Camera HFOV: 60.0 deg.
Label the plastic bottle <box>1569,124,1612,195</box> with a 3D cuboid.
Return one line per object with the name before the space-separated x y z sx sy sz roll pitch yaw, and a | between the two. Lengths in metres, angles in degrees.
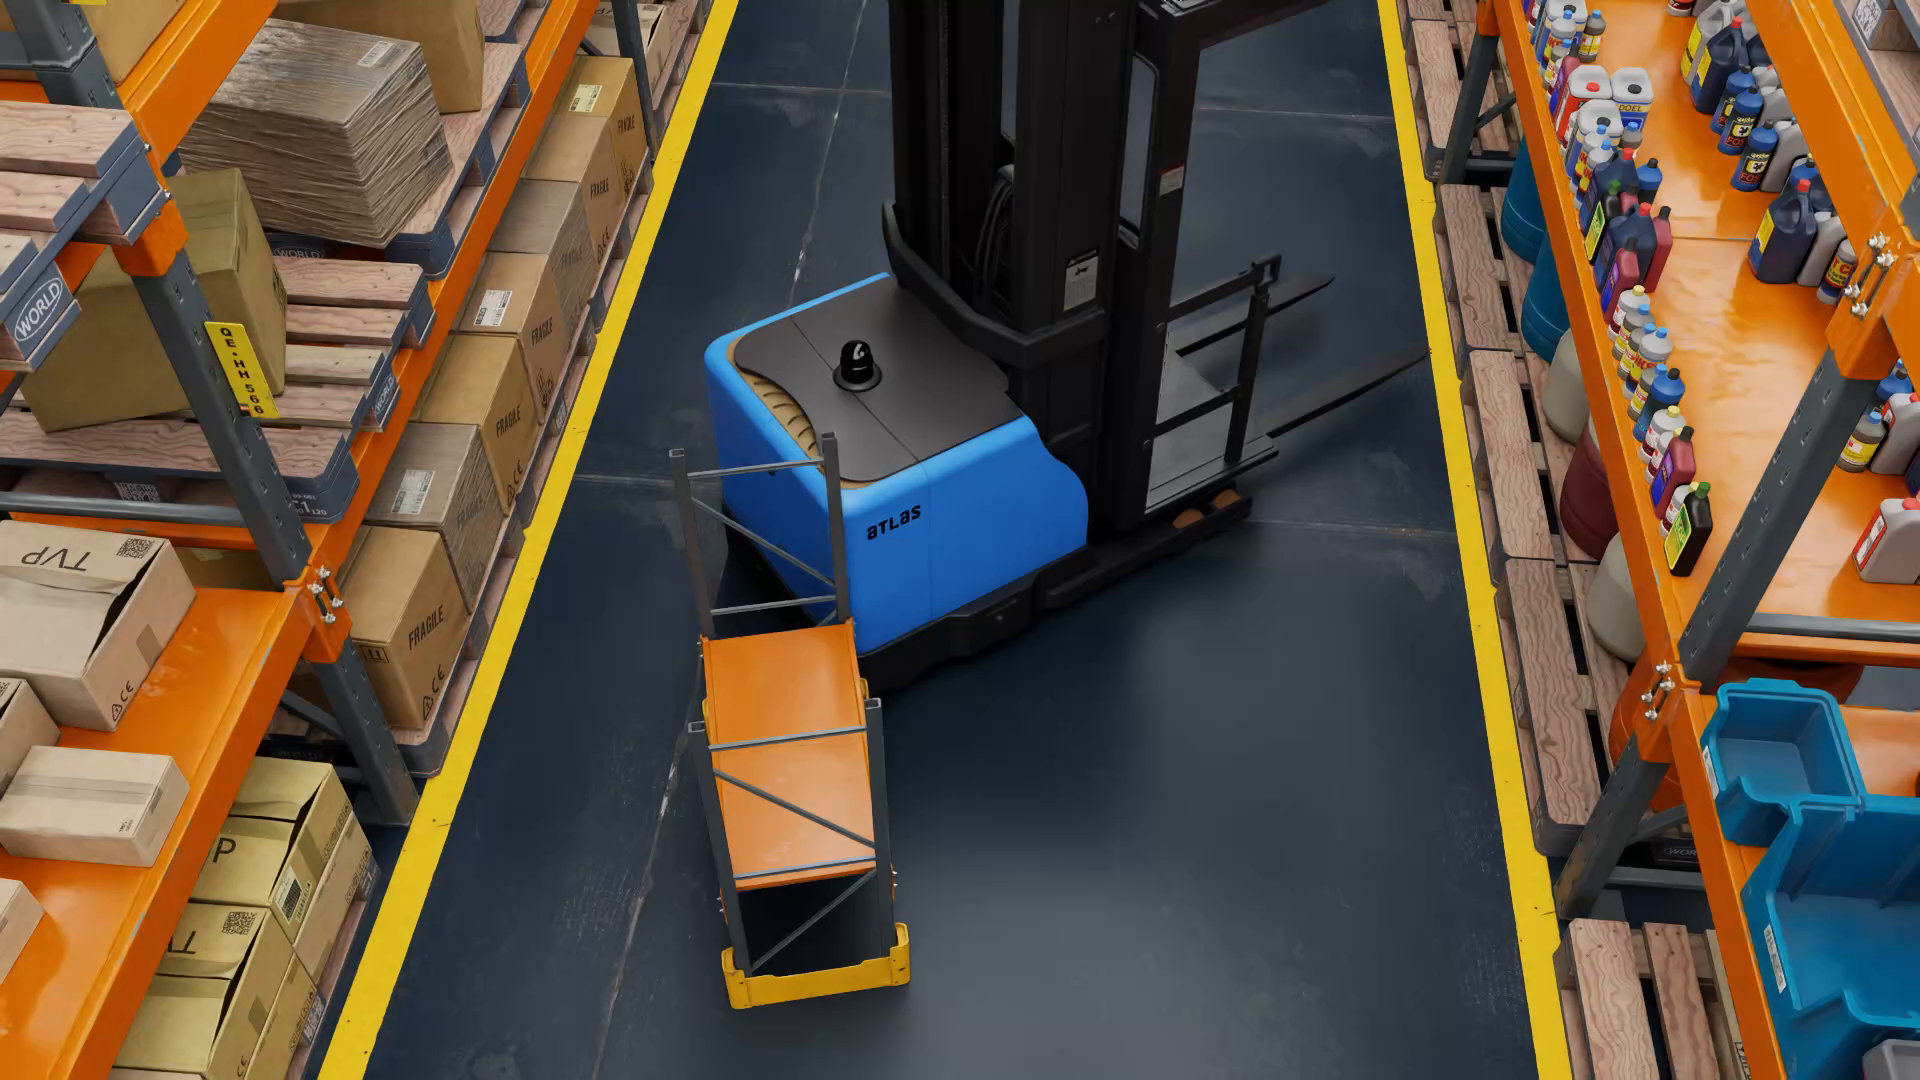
plastic bottle | 2.311 -1.394 6.080 0.097 0.271 0.097 0 48 0

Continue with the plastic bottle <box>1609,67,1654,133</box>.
plastic bottle | 2.522 -1.640 6.301 0.152 0.276 0.135 4 48 4

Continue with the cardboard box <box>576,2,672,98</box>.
cardboard box | -1.803 -2.557 8.580 0.500 0.311 0.500 4 48 4

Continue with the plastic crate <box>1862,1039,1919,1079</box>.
plastic crate | 2.060 1.398 3.395 0.402 0.464 0.583 4 48 4

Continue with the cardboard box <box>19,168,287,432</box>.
cardboard box | -2.476 -0.729 5.032 0.700 0.500 0.500 -11 48 -10

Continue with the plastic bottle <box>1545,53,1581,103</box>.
plastic bottle | 2.366 -1.810 6.507 0.097 0.201 0.097 0 48 0

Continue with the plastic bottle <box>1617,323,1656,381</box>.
plastic bottle | 2.218 -0.617 5.416 0.097 0.201 0.097 0 48 0

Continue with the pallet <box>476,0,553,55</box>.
pallet | -2.238 -2.378 7.022 1.003 0.211 1.213 4 48 4

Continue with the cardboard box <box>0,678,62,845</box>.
cardboard box | -2.695 0.591 4.237 0.500 0.311 0.500 3 48 3

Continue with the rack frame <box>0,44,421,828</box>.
rack frame | -2.421 -0.083 4.793 1.000 3.000 0.127 4 48 4

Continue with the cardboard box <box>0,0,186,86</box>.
cardboard box | -2.415 -1.452 3.945 0.910 0.500 0.500 4 48 4

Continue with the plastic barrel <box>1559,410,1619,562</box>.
plastic barrel | 2.642 -0.266 6.310 0.600 0.588 0.708 4 48 4

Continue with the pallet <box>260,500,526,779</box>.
pallet | -2.315 0.312 6.322 1.003 0.211 1.213 4 48 4

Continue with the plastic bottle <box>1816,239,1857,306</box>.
plastic bottle | 3.016 -0.932 5.657 0.097 0.271 0.097 0 48 0

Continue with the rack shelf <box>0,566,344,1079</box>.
rack shelf | -2.603 1.629 3.715 1.077 0.370 4.000 4 48 4

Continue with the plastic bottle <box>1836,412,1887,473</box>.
plastic bottle | 2.789 -0.311 5.136 0.097 0.201 0.097 0 48 0

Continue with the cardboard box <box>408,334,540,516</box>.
cardboard box | -2.002 -0.457 6.531 0.500 0.500 0.500 3 48 3

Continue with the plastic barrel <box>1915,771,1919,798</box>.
plastic barrel | 2.771 0.568 4.105 0.600 0.536 0.708 4 48 4

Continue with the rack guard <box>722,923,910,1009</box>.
rack guard | -0.456 1.366 5.331 0.587 0.250 0.087 -7 48 -6

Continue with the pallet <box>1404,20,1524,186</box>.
pallet | 2.905 -2.288 8.700 1.003 0.211 1.213 4 48 4

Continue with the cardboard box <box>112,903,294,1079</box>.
cardboard box | -2.264 1.298 4.729 0.500 0.311 0.500 3 48 3

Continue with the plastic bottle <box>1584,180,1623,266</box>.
plastic bottle | 2.257 -1.108 5.809 0.061 0.283 0.133 4 48 4

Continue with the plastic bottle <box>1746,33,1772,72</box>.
plastic bottle | 3.101 -1.837 6.430 0.144 0.351 0.185 4 48 4

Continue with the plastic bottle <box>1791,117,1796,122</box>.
plastic bottle | 3.087 -1.483 6.208 0.097 0.201 0.097 0 48 0

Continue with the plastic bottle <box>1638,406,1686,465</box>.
plastic bottle | 2.182 -0.331 5.154 0.097 0.201 0.097 0 48 0

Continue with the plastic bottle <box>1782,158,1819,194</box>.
plastic bottle | 2.993 -1.242 5.941 0.097 0.271 0.097 0 48 0

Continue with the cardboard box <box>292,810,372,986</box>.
cardboard box | -2.226 1.106 5.284 0.500 0.250 0.500 5 48 4

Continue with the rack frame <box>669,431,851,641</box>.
rack frame | -0.619 0.219 5.534 0.500 1.500 0.032 -7 48 -6

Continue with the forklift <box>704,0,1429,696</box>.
forklift | 0.583 -1.259 5.915 3.031 2.935 1.130 -25 52 -21

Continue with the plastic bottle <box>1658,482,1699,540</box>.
plastic bottle | 2.152 -0.090 4.934 0.097 0.201 0.097 0 48 0

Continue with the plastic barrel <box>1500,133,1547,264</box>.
plastic barrel | 2.810 -1.722 7.429 0.600 0.901 0.708 4 48 4

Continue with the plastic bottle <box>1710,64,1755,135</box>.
plastic bottle | 2.957 -1.687 6.348 0.097 0.271 0.097 0 48 0

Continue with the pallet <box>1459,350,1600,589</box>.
pallet | 2.656 -0.282 6.865 1.003 0.211 1.213 4 48 4

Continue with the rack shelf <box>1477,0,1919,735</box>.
rack shelf | 2.694 -0.974 6.096 1.077 0.370 4.000 4 48 4

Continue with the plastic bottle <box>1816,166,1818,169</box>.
plastic bottle | 3.074 -1.254 5.944 0.061 0.283 0.133 4 48 4

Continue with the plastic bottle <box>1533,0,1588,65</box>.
plastic bottle | 2.421 -2.061 6.687 0.152 0.276 0.135 4 48 4

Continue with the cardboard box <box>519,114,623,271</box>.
cardboard box | -1.869 -1.583 7.561 0.500 0.500 0.500 4 48 4

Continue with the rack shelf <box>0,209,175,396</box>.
rack shelf | -2.603 0.617 2.608 1.077 0.370 4.000 4 48 4

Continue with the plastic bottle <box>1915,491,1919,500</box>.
plastic bottle | 2.920 -0.131 4.972 0.097 0.201 0.097 0 48 0

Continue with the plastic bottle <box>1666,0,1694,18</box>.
plastic bottle | 3.036 -2.303 6.958 0.097 0.201 0.097 0 48 0

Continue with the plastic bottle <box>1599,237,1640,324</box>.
plastic bottle | 2.228 -0.874 5.595 0.061 0.283 0.133 4 48 4

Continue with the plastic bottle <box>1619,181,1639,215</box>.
plastic bottle | 2.317 -1.103 5.806 0.061 0.283 0.133 4 48 4

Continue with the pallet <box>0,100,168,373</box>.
pallet | -2.394 -0.527 3.294 1.213 0.211 1.003 6 48 5

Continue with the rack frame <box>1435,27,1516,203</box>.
rack frame | 2.876 -2.687 7.174 1.000 3.000 0.127 4 48 4

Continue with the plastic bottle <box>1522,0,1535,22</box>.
plastic bottle | 2.406 -2.308 6.908 0.061 0.283 0.133 4 48 4

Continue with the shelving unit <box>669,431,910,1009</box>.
shelving unit | -0.537 0.582 5.201 0.587 1.500 1.083 -7 48 -6

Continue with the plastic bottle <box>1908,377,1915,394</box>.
plastic bottle | 2.973 -0.439 5.198 0.061 0.283 0.133 4 48 4
